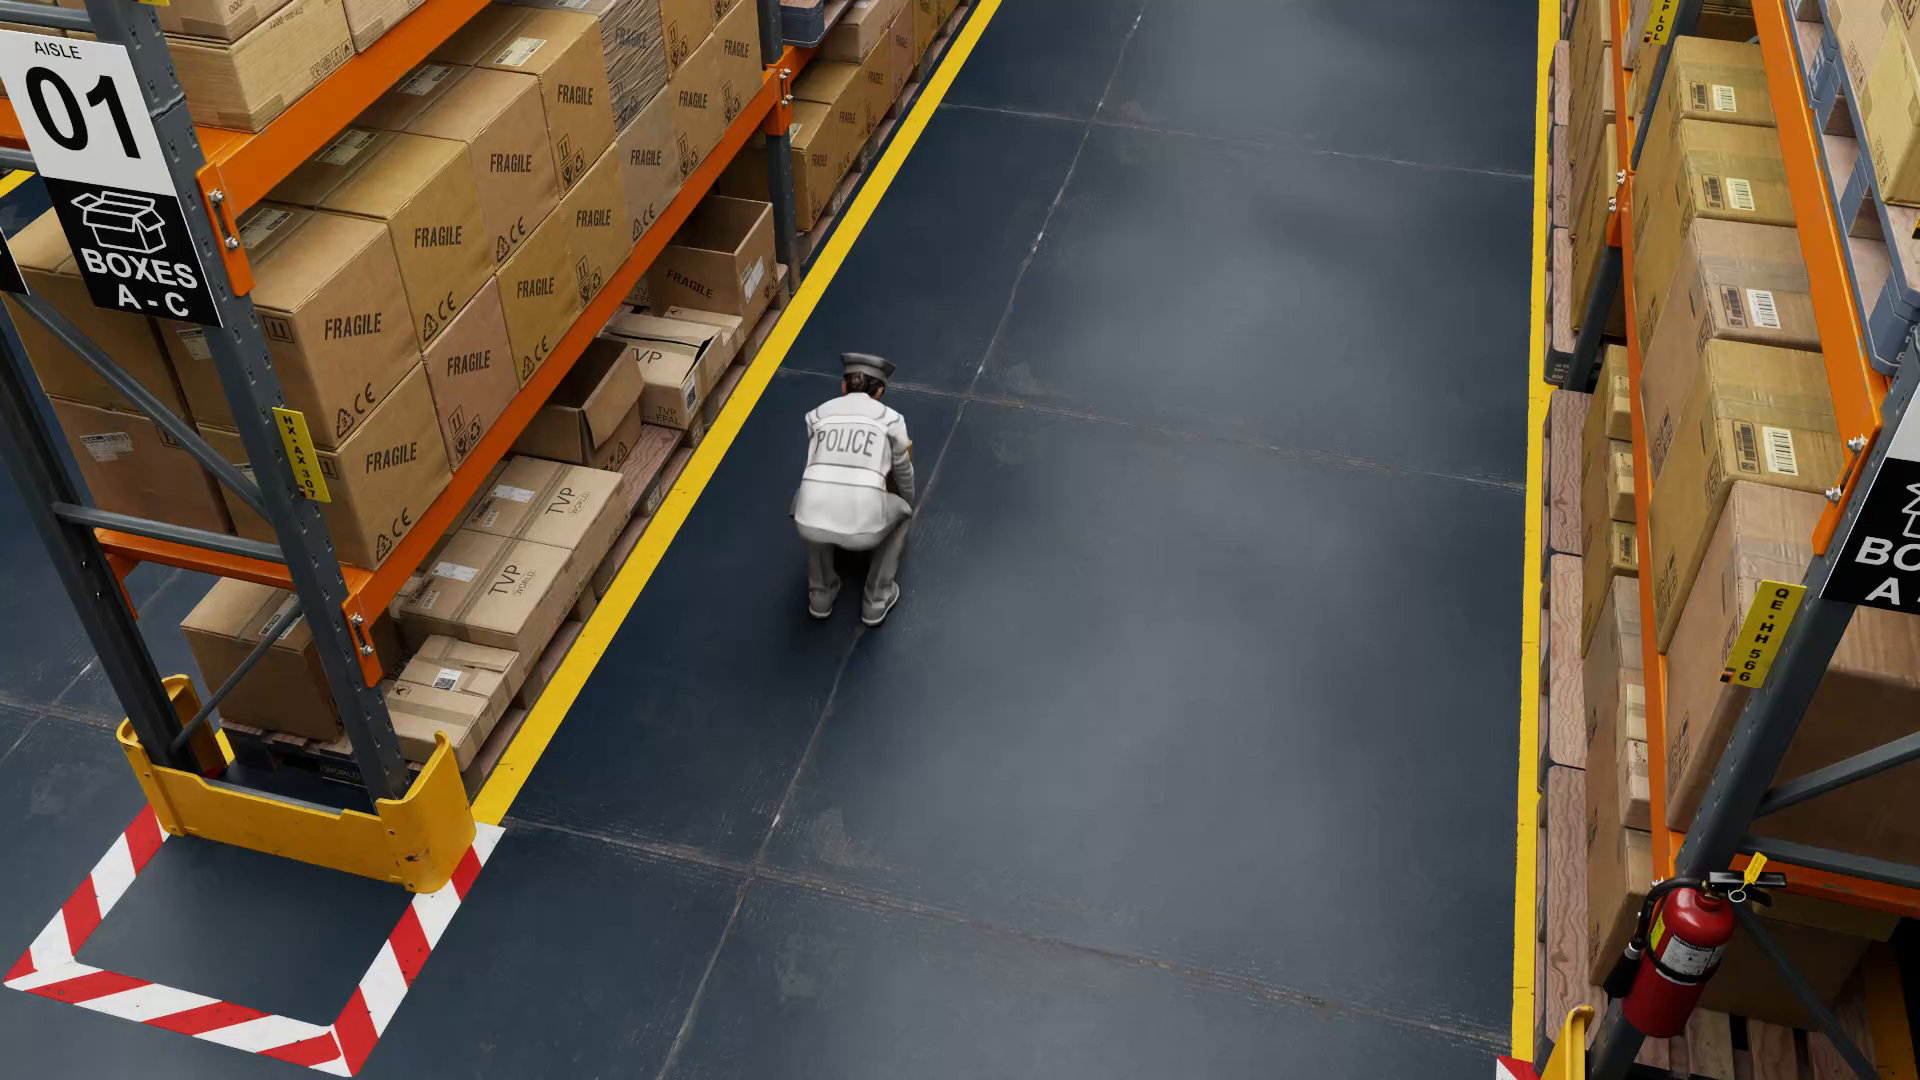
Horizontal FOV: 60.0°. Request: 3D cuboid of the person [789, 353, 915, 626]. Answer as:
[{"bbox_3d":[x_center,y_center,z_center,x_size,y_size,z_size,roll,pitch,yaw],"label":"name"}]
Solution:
[{"bbox_3d":[-0.431,-0.203,6.913,0.467,0.981,0.903,7,42,8],"label":"person"}]
